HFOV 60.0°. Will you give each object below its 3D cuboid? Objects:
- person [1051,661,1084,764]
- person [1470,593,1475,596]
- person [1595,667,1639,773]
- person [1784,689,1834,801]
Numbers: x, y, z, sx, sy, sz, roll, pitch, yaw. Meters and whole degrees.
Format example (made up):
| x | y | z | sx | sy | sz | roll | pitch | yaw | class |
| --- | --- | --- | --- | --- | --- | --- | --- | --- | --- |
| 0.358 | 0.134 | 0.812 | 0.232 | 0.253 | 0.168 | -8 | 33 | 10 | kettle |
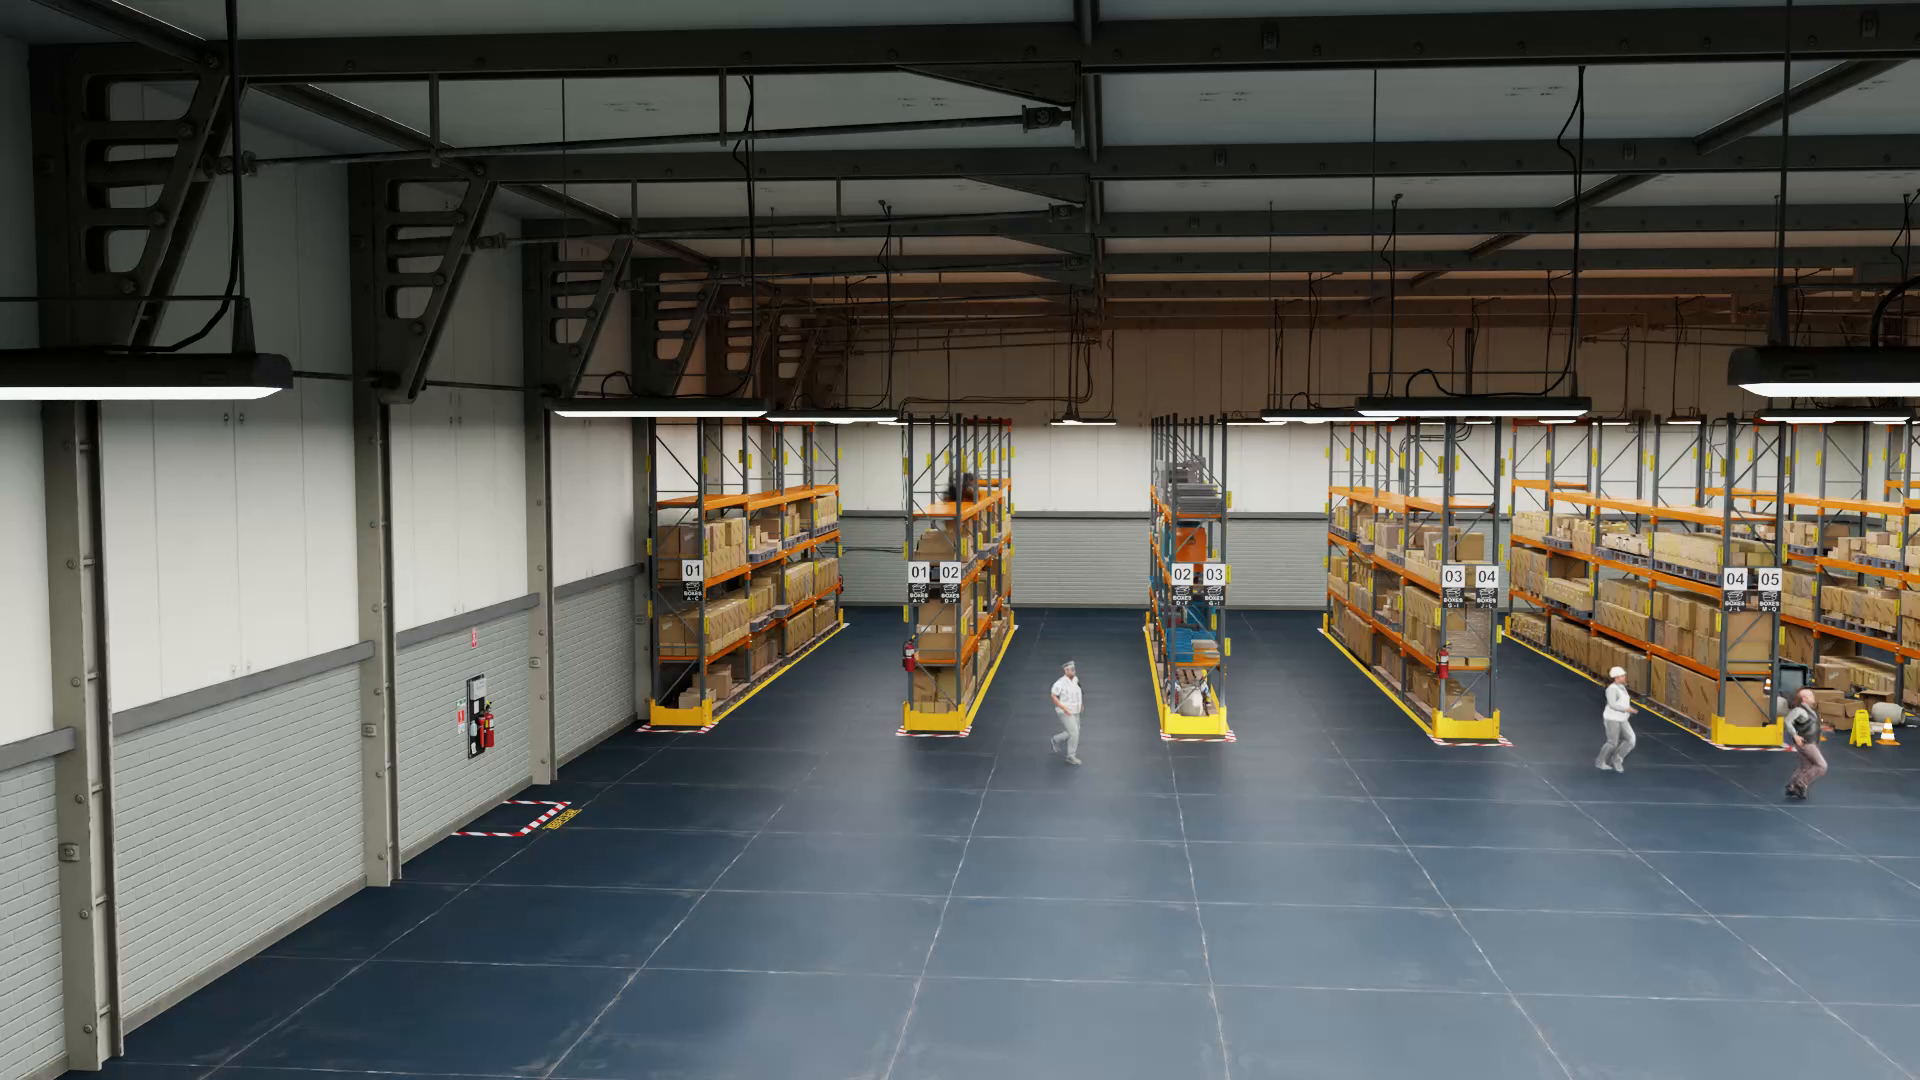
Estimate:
| x | y | z | sx | sy | sz | roll | pitch | yaw | class |
| --- | --- | --- | --- | --- | --- | --- | --- | --- | --- |
| 1.834 | 2.939 | 28.568 | 0.690 | 1.752 | 0.684 | 3 | 5 | 38 | person |
| 13.888 | 1.834 | 46.117 | 0.705 | 1.579 | 0.498 | 4 | 5 | 45 | person |
| 10.935 | 2.998 | 27.605 | 0.703 | 1.803 | 0.676 | 4 | 5 | 44 | person |
| 13.036 | 3.147 | 25.533 | 0.670 | 1.697 | 0.637 | 3 | 5 | 40 | person |
